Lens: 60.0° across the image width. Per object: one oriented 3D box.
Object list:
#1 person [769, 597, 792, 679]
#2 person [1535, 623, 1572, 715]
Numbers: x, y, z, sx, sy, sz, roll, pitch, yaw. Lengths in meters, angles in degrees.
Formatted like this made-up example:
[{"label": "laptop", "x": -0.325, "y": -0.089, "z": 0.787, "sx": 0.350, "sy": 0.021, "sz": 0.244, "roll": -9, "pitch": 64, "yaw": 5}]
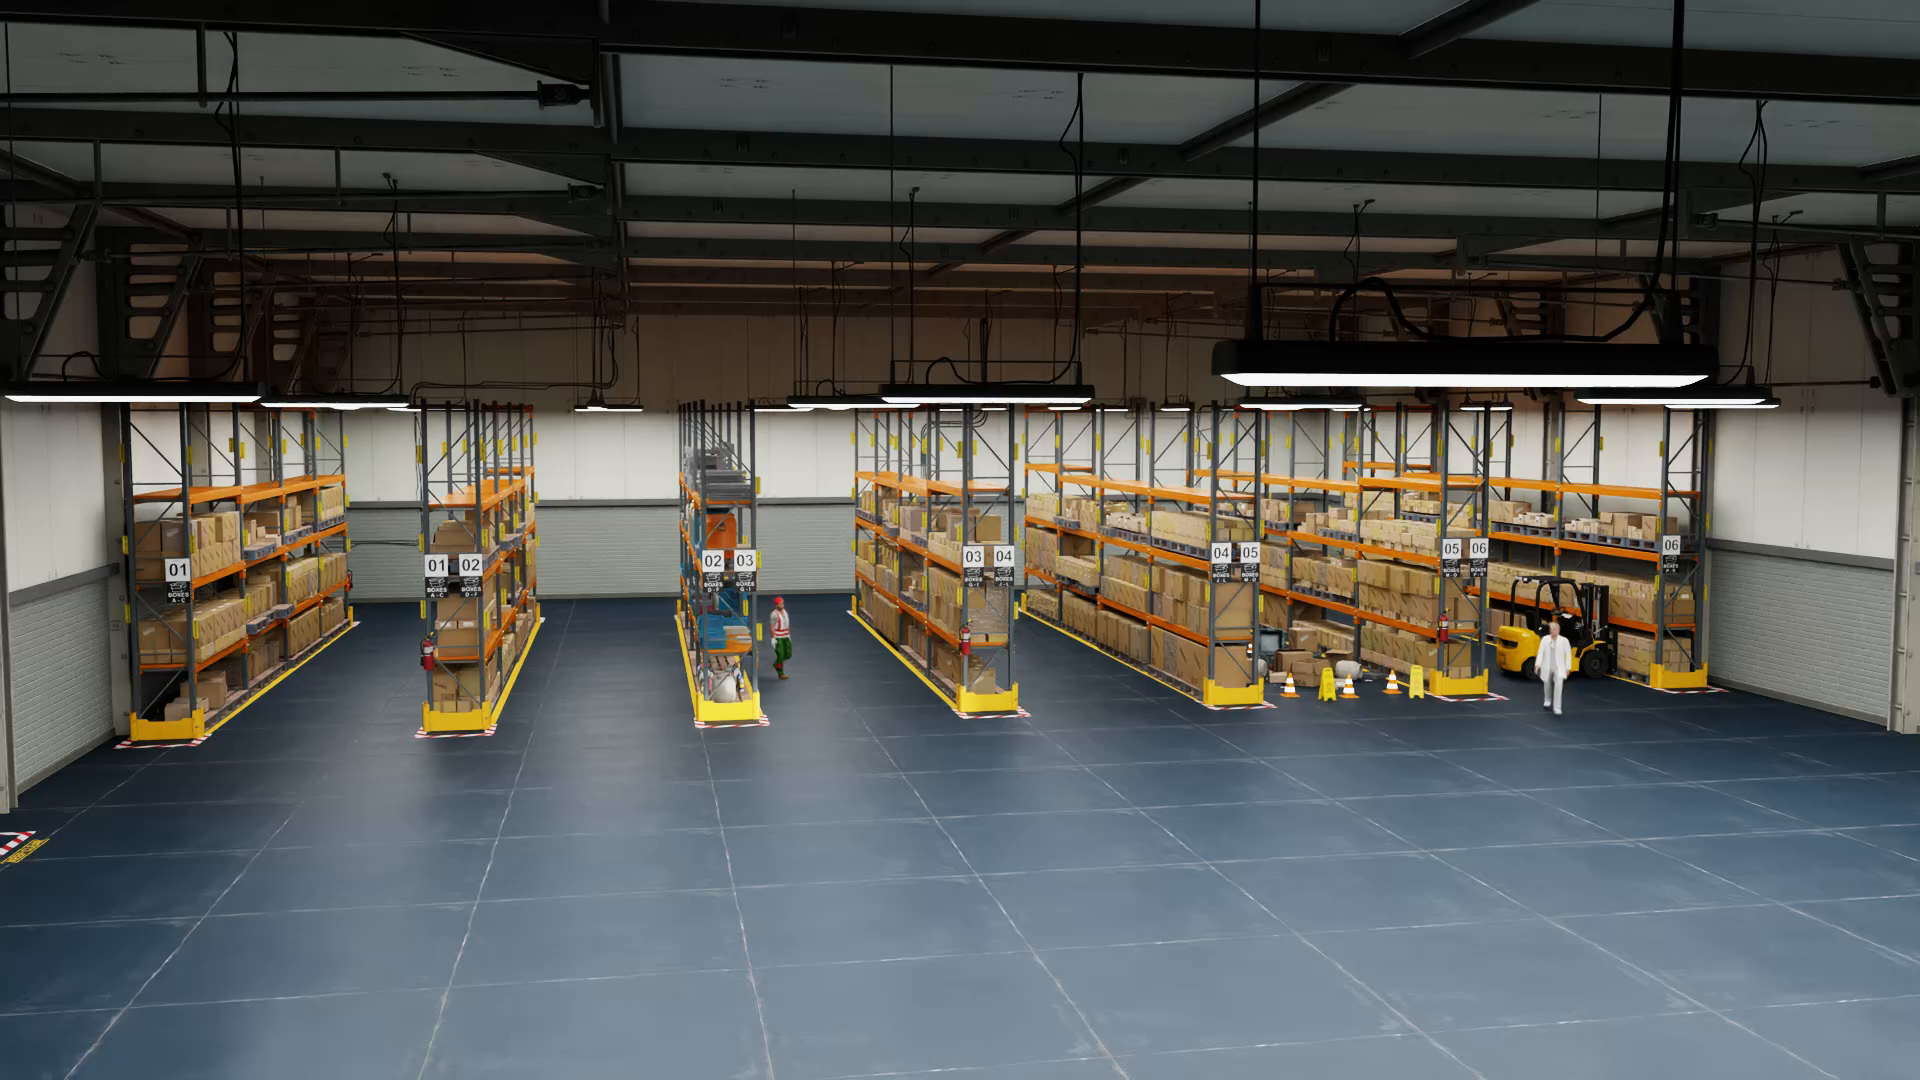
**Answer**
[{"label": "person", "x": -3.935, "y": 2.110, "z": 35.948, "sx": 0.591, "sy": 1.783, "sz": 0.571, "roll": 4, "pitch": 6, "yaw": 43}, {"label": "person", "x": 11.366, "y": 2.439, "z": 31.852, "sx": 0.667, "sy": 1.716, "sz": 1.206, "roll": 2, "pitch": 5, "yaw": 20}]
